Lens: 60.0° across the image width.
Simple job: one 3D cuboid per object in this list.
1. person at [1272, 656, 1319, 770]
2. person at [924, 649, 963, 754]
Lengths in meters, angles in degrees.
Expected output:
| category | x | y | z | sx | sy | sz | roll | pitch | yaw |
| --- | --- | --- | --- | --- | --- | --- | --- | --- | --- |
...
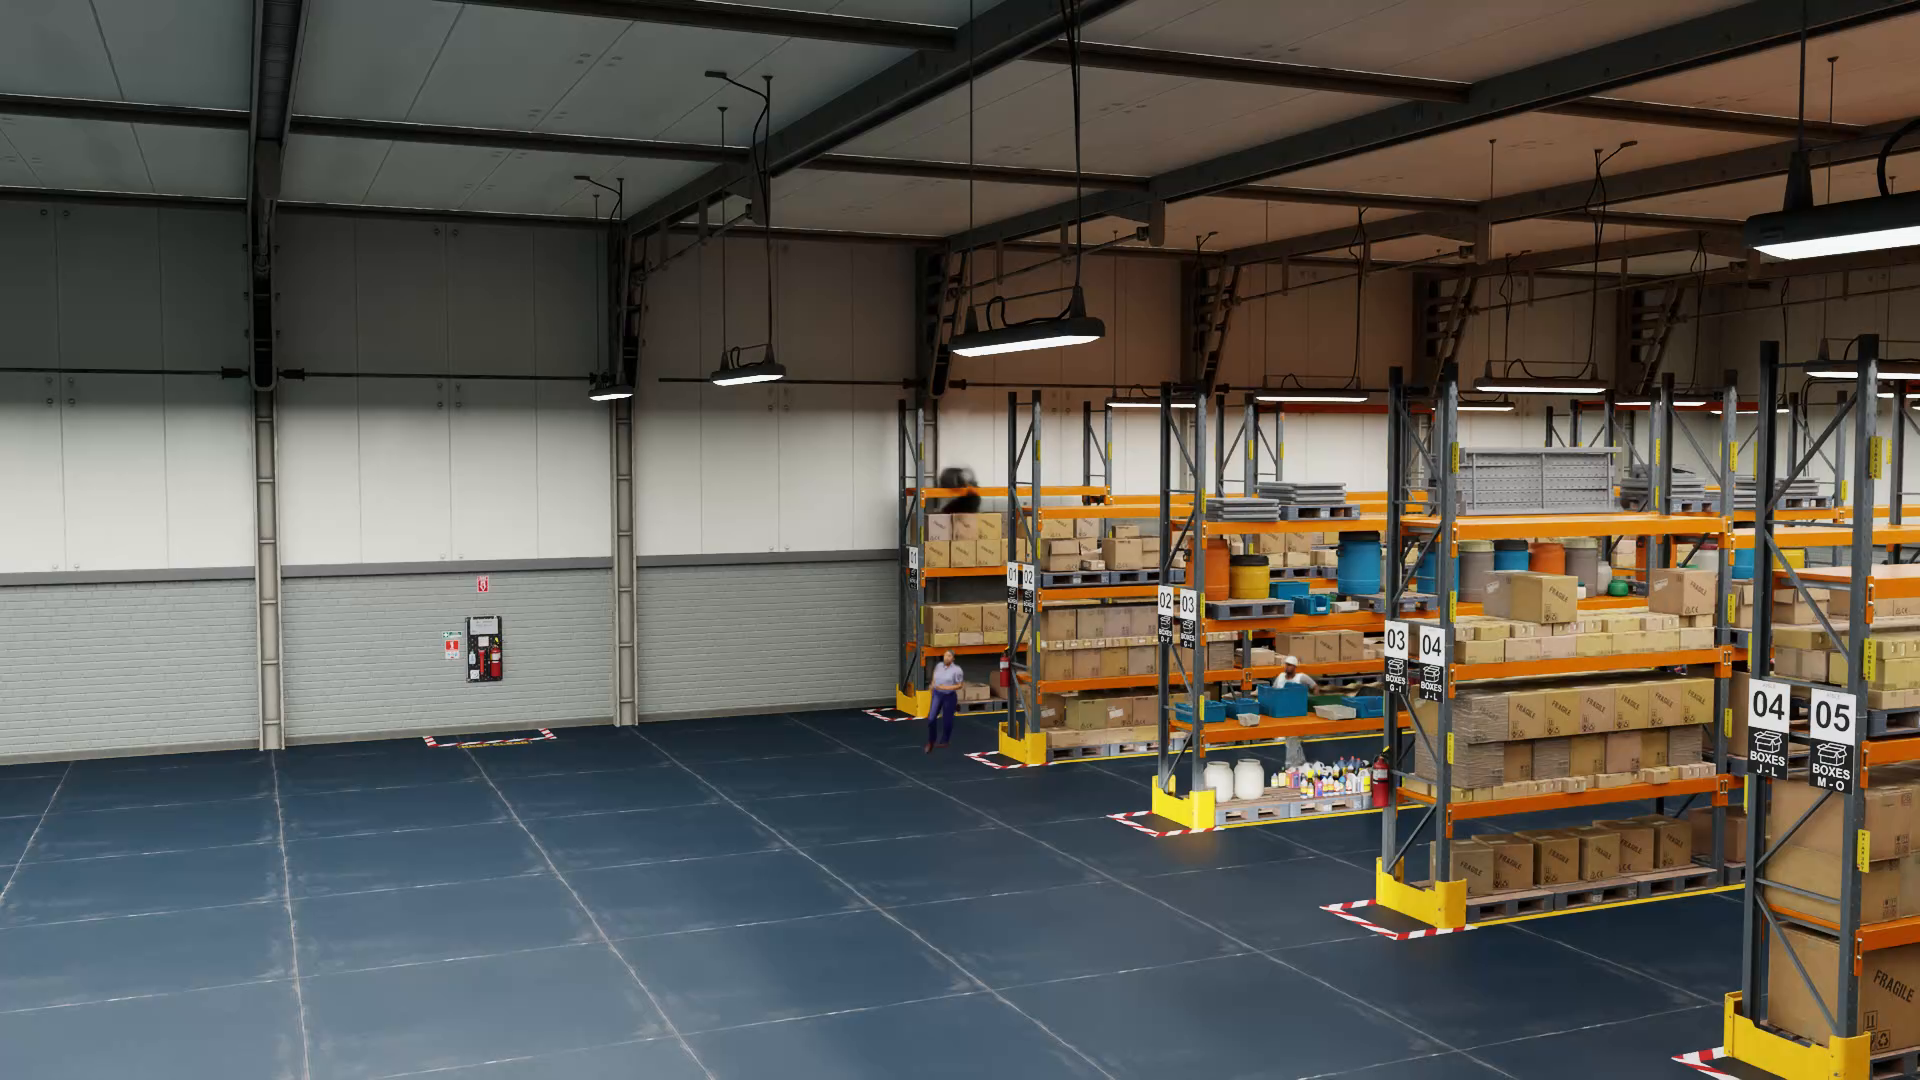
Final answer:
| category | x | y | z | sx | sy | sz | roll | pitch | yaw |
| --- | --- | --- | --- | --- | --- | --- | --- | --- | --- |
| person | 5.205 | 2.739 | 26.112 | 0.796 | 1.851 | 0.704 | -3 | 4 | -40 |
| person | -0.242 | 2.561 | 26.398 | 0.647 | 1.683 | 0.622 | 1 | 3 | 17 |
